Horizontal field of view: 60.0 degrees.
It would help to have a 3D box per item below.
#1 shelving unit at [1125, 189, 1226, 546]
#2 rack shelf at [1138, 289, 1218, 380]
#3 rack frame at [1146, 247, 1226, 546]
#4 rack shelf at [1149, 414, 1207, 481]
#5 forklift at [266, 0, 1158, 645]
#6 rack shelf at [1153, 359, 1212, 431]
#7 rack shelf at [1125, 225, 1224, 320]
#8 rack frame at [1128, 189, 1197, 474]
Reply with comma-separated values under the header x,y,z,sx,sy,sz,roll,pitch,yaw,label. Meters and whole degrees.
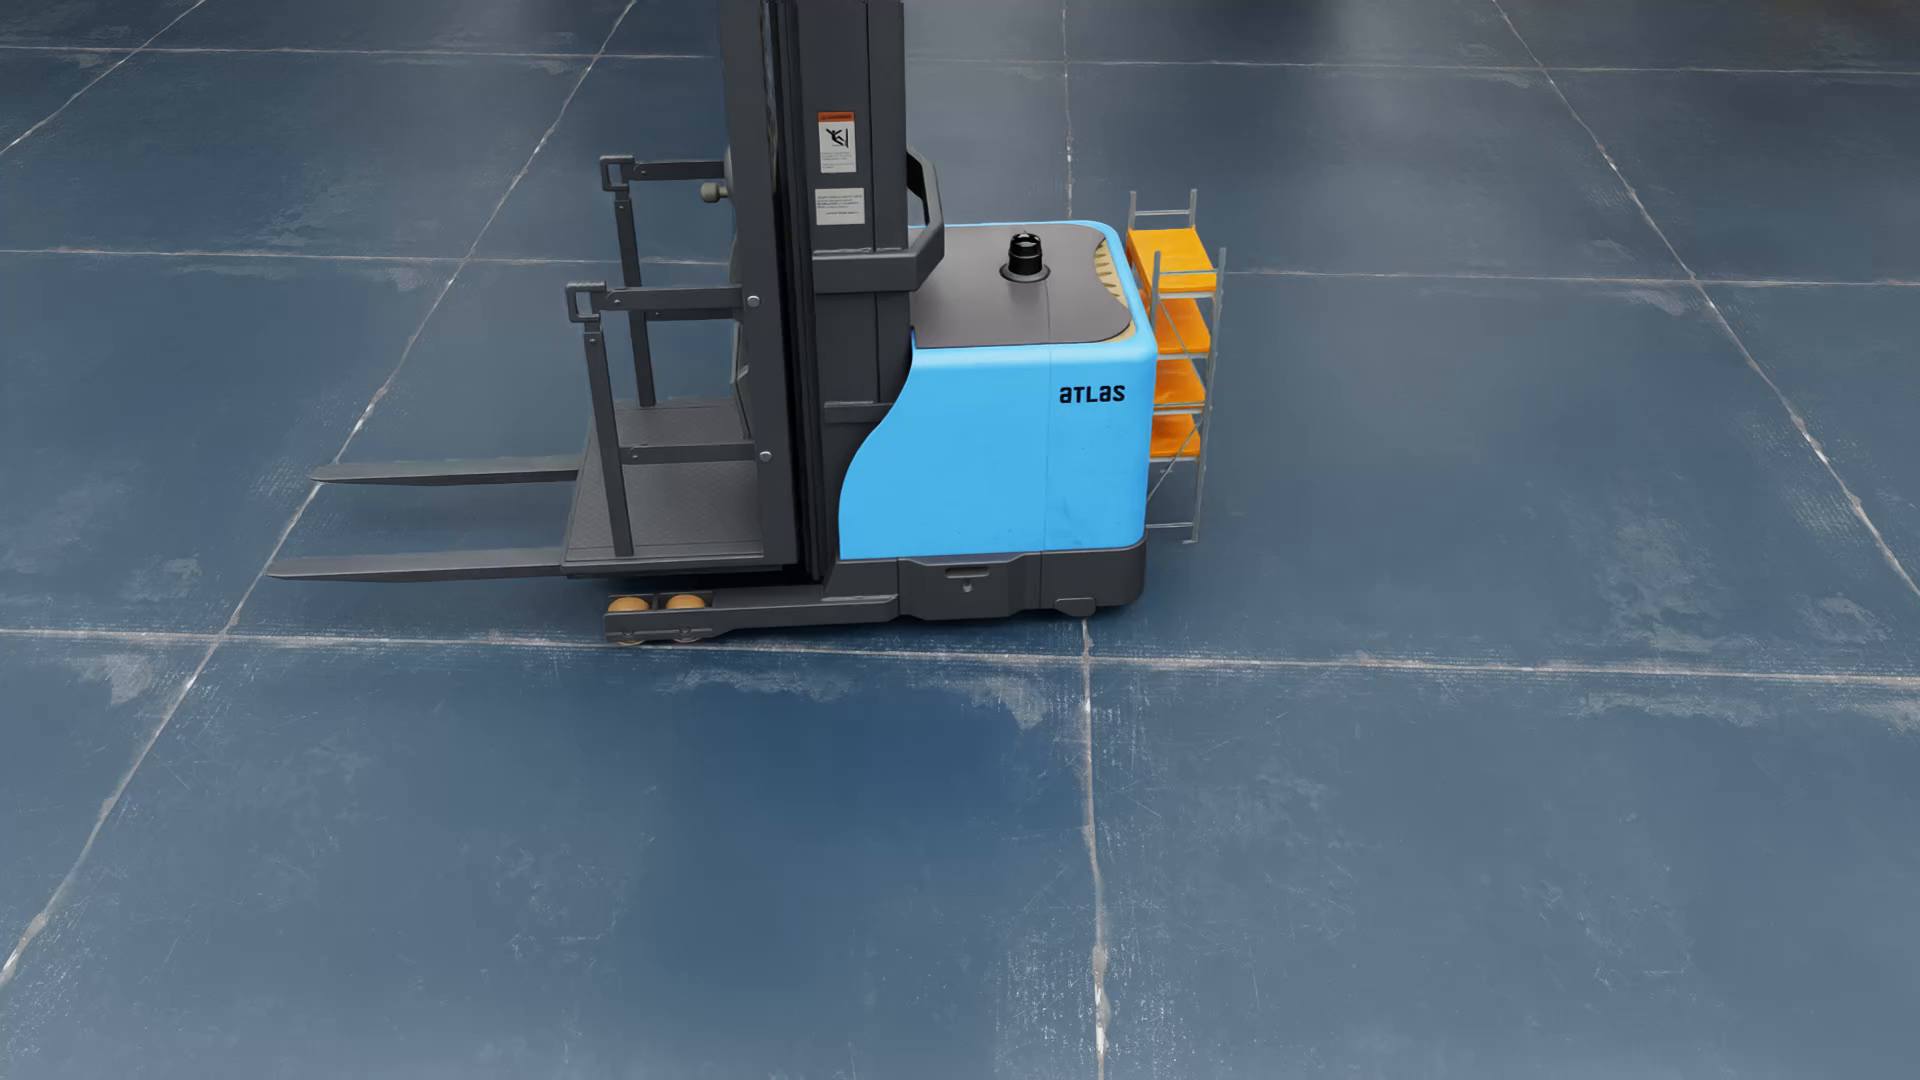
x,y,z,sx,sy,sz,roll,pitch,yaw,label
0.748,-0.617,6.084,0.258,1.200,0.503,-3,35,-4,shelving unit
0.748,-0.745,5.994,0.258,0.148,0.480,-3,35,-4,rack shelf
0.768,-0.477,5.885,0.240,1.200,0.015,-3,35,-4,rack frame
0.748,-0.399,6.237,0.258,0.148,0.480,-3,35,-4,rack shelf
-0.894,-1.153,5.341,3.031,2.935,1.130,-2,35,-3,forklift
0.748,-0.562,6.123,0.258,0.148,0.480,-3,35,-4,rack shelf
0.748,-0.938,5.858,0.258,0.148,0.480,-3,35,-4,rack shelf
0.728,-0.757,6.283,0.240,1.200,0.015,-3,35,-4,rack frame
